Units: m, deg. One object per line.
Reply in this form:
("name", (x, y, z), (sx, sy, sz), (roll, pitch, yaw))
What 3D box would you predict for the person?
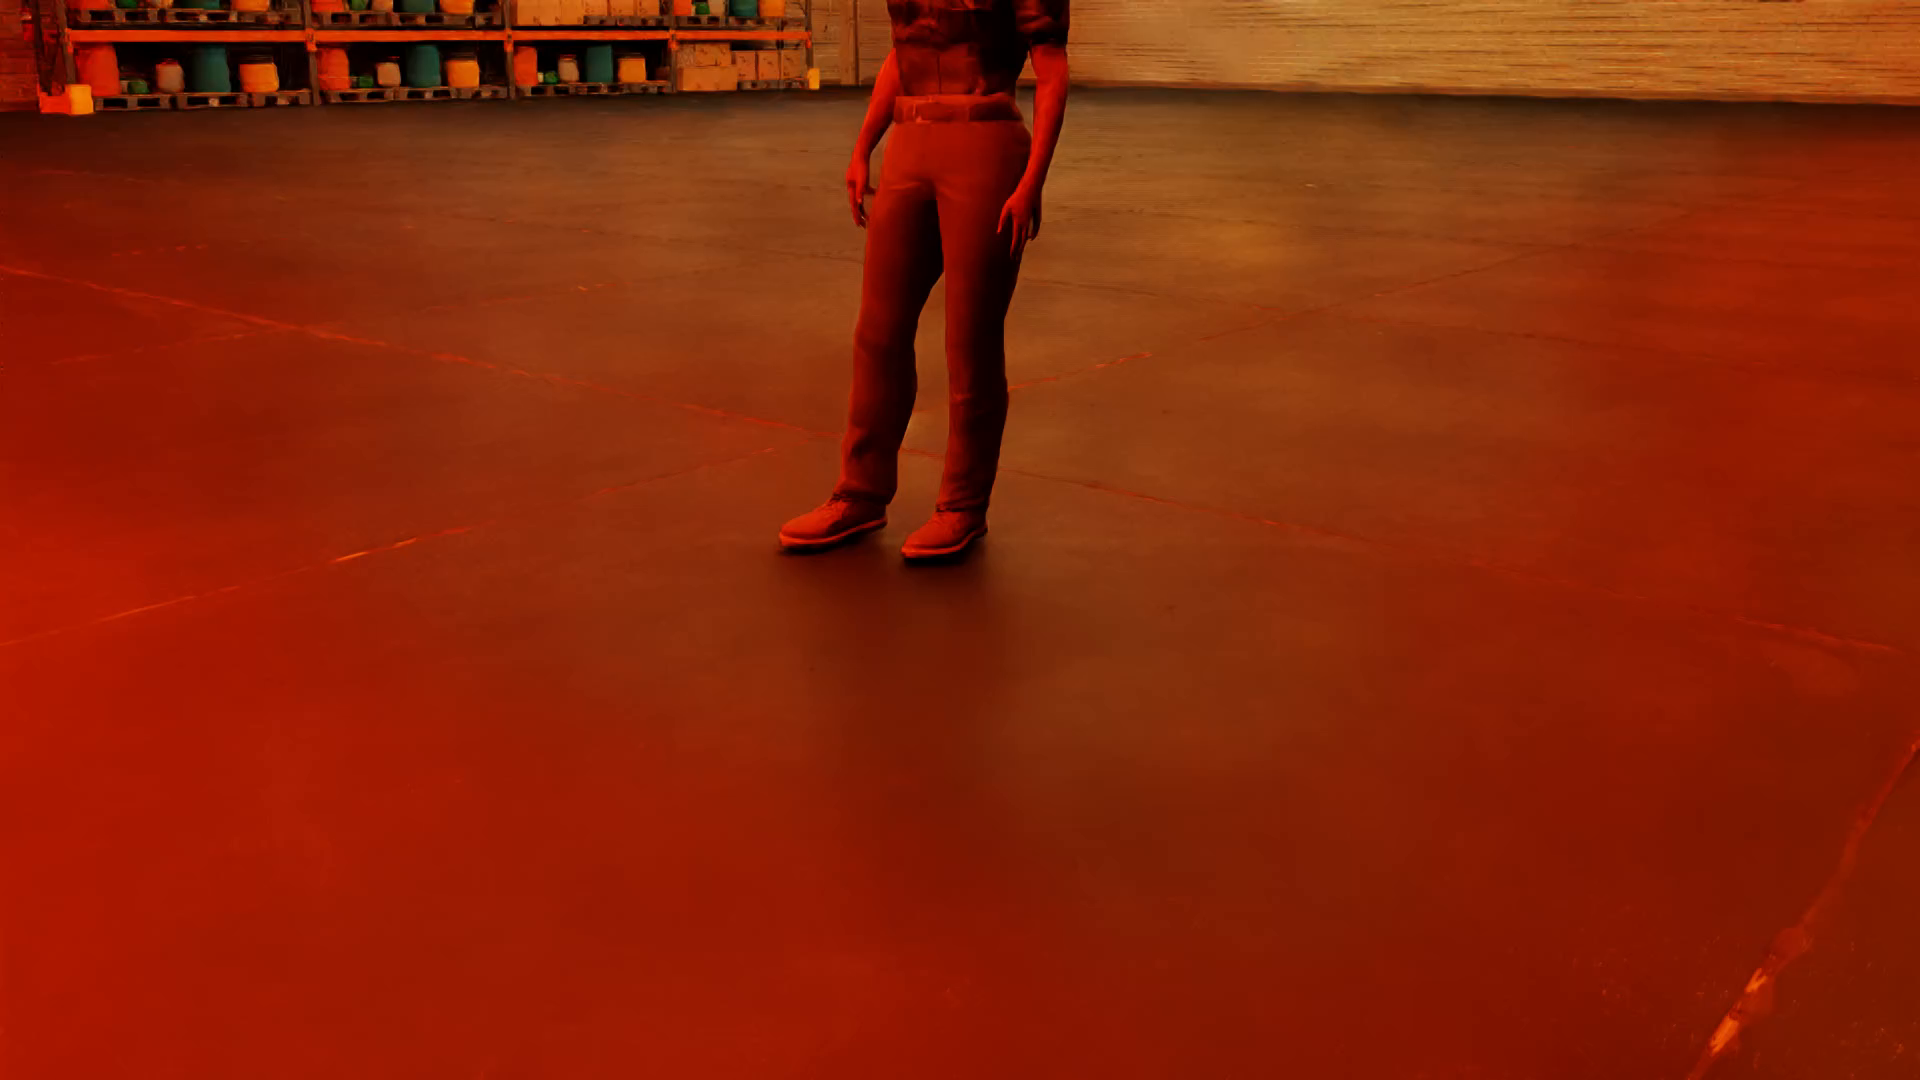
("person", (-0.071, -0.783, 3.647), (0.570, 1.654, 0.503), (13, 21, 37))
